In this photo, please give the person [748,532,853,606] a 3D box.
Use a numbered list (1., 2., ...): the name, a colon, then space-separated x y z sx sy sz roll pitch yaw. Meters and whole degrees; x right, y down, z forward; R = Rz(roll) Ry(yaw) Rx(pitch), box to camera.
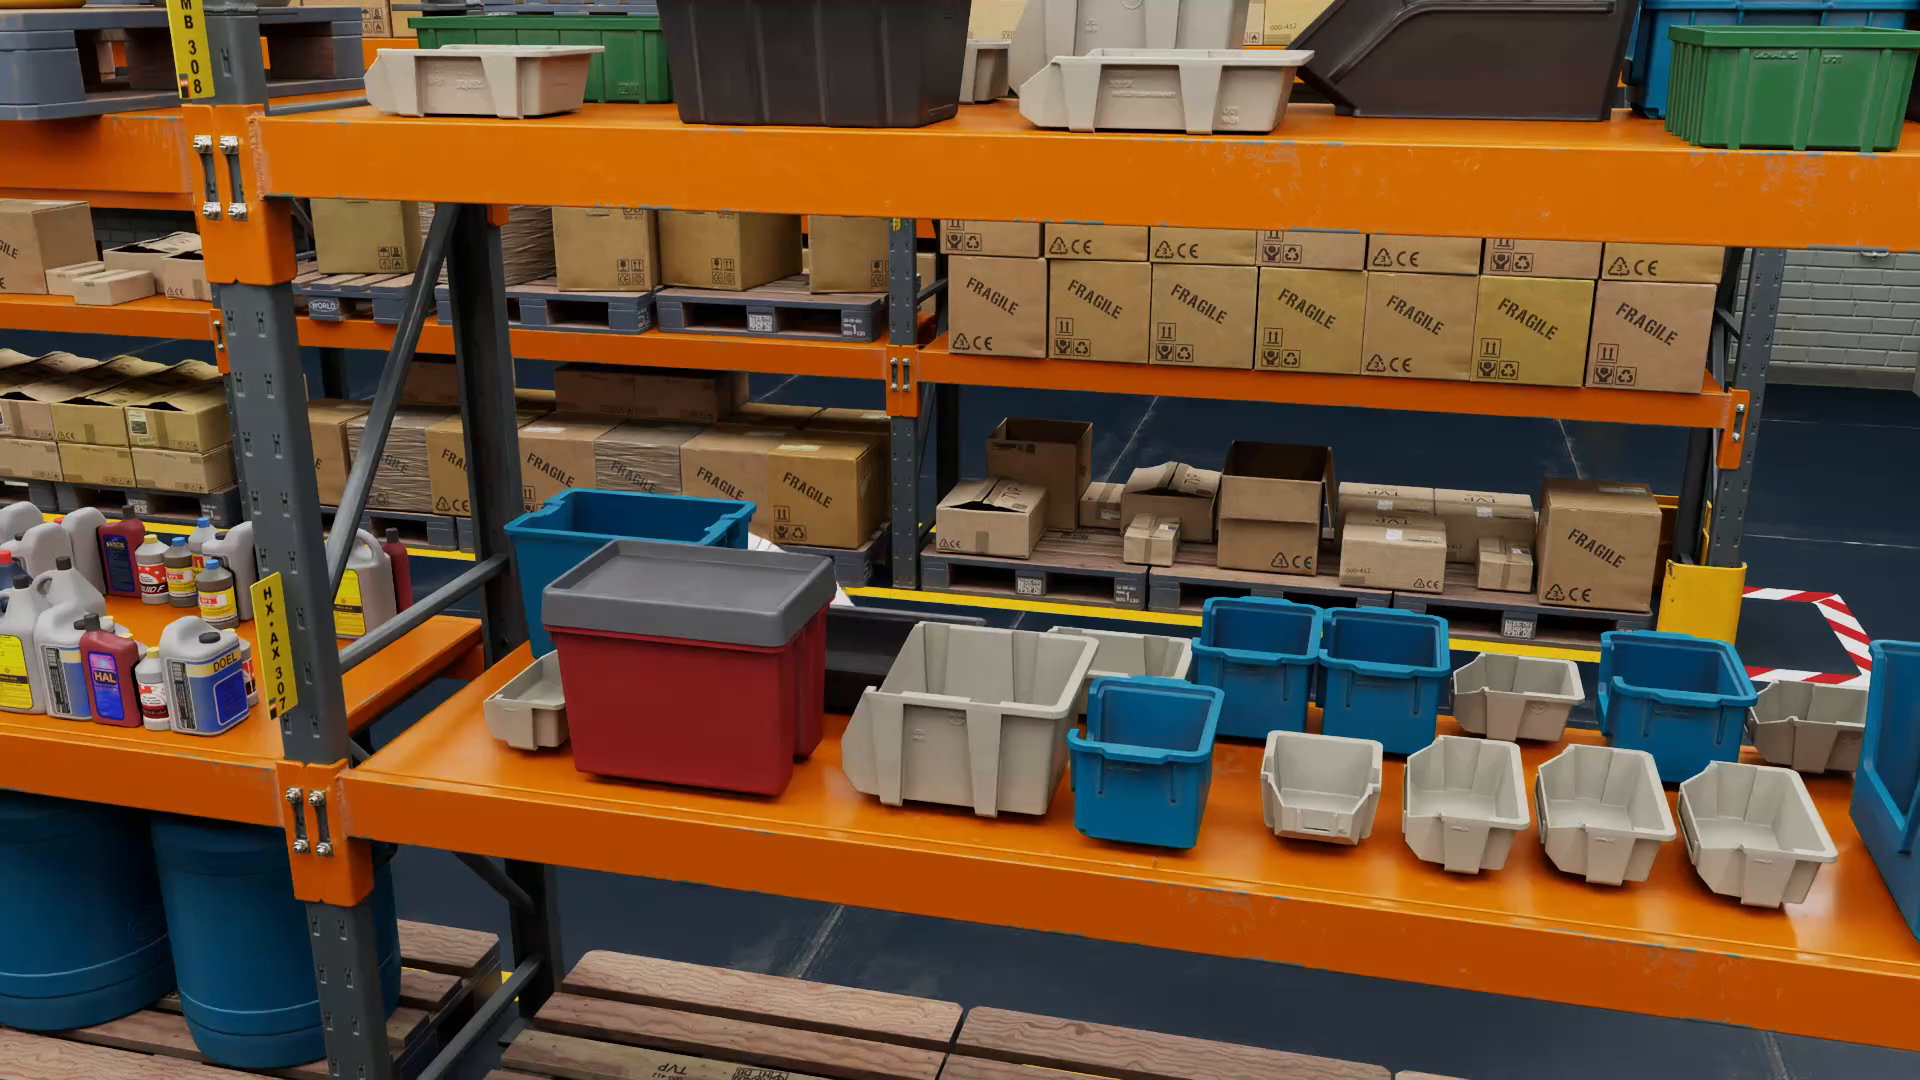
1. person: -0.905 0.332 7.241 0.861 0.930 0.527 5 19 14
